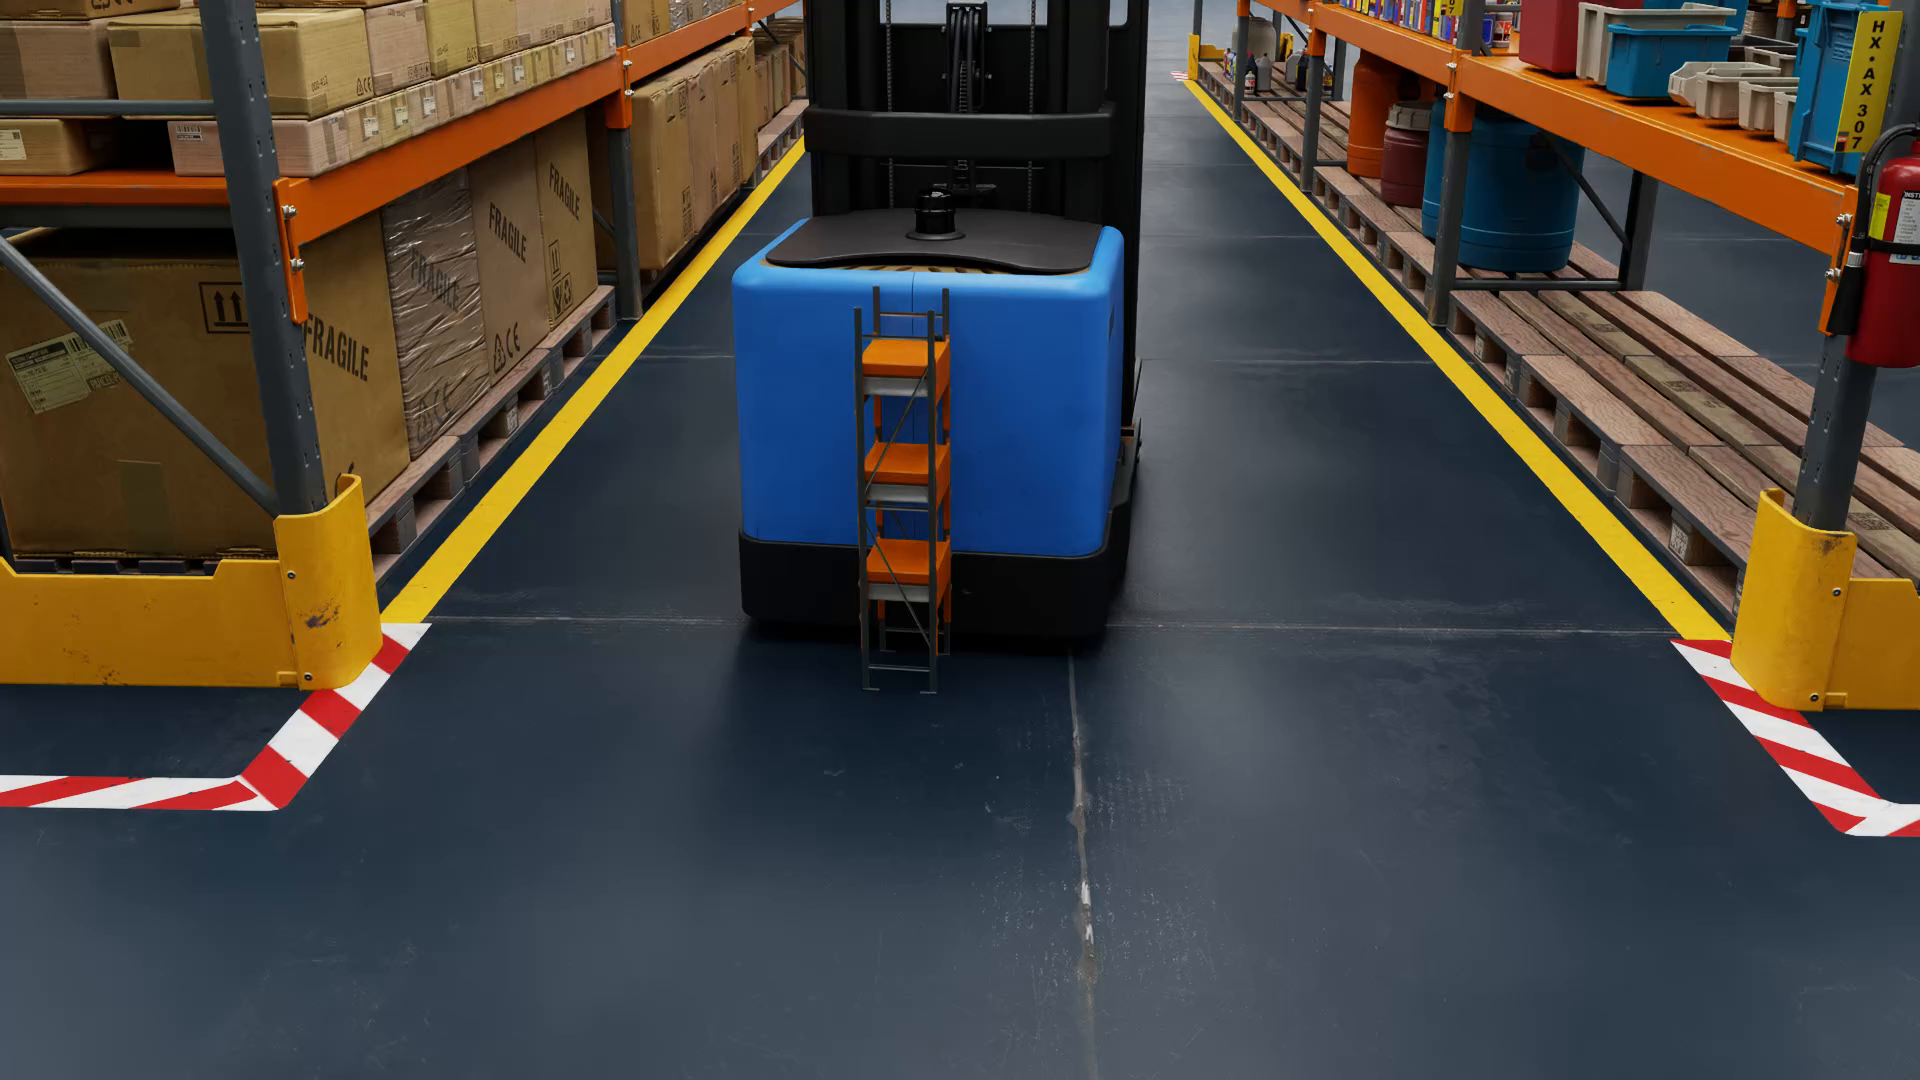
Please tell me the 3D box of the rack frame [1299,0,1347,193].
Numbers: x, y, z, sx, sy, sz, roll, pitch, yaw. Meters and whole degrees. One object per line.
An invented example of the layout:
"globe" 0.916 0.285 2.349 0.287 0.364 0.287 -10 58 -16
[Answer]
"rack frame" 2.960 -3.907 11.451 1.000 3.000 0.127 1 21 2

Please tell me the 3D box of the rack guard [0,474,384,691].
"rack guard" -2.234 0.105 4.566 1.175 0.500 0.348 1 21 2

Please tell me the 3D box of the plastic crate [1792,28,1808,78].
"plastic crate" 3.103 -1.634 5.743 0.416 0.233 0.300 1 21 2

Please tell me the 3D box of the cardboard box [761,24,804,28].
"cardboard box" -1.805 -5.216 17.700 0.500 0.500 0.500 3 21 7

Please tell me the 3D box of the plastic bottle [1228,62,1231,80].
"plastic bottle" 2.821 -4.852 17.147 0.097 0.201 0.097 0 21 0

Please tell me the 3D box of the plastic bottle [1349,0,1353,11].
"plastic bottle" 2.569 -3.581 10.773 0.061 0.283 0.133 1 21 2

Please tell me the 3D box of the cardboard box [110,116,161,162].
"cardboard box" -2.546 -1.178 4.765 0.380 0.149 0.250 1 21 2

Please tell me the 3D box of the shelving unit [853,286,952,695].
"shelving unit" -0.145 -0.123 4.395 0.215 1.050 0.252 3 21 8

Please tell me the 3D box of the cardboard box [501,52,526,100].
"cardboard box" -1.841 -1.727 6.181 0.380 0.149 0.250 1 21 3

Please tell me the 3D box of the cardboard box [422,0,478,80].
"cardboard box" -1.921 -1.678 5.502 0.500 0.250 0.500 0 21 0

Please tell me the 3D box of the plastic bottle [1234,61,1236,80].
"plastic bottle" 2.829 -4.745 16.666 0.144 0.351 0.185 1 21 1

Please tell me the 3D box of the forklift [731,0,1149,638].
"forklift" 0.088 -1.589 5.573 1.130 2.935 3.031 3 21 8

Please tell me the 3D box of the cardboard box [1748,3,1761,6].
"cardboard box" 7.868 -5.273 17.156 0.500 0.500 0.500 1 21 2

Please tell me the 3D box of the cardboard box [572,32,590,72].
"cardboard box" -1.809 -2.098 7.137 0.380 0.149 0.250 0 21 1

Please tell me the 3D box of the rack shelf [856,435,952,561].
"rack shelf" -0.145 -0.113 4.399 0.215 0.259 0.240 3 21 8

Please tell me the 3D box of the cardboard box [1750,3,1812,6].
"cardboard box" 8.404 -5.267 17.141 0.500 0.500 0.500 1 21 2

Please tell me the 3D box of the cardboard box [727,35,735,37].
"cardboard box" -1.994 -3.785 12.948 0.500 0.250 0.500 3 21 8

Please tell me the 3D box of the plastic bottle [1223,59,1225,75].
"plastic bottle" 2.834 -5.010 17.555 0.097 0.201 0.097 0 21 0

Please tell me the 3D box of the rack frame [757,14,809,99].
"rack frame" -1.869 -5.407 15.319 1.000 3.000 0.127 1 21 2

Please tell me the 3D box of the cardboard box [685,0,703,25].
"cardboard box" -1.807 -3.275 9.684 0.500 0.500 0.500 1 21 3

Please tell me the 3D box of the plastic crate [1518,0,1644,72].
"plastic crate" 2.561 -2.198 6.876 0.402 0.464 0.583 1 21 2

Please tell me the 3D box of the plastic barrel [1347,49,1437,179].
"plastic barrel" 2.963 -2.914 11.311 0.600 0.830 0.708 1 21 2

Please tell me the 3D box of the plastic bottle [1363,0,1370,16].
"plastic bottle" 2.553 -3.401 10.308 0.061 0.283 0.133 1 21 2

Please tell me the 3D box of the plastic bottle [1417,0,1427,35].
"plastic bottle" 2.554 -2.863 8.933 0.152 0.276 0.135 1 21 2

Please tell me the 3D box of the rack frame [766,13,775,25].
"rack frame" -1.747 -6.854 19.046 1.000 3.000 0.127 1 21 2

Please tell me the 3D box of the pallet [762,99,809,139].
"pallet" -1.891 -3.826 15.098 1.003 0.211 1.213 1 21 2

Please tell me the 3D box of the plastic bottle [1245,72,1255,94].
"plastic bottle" 2.782 -4.388 15.952 0.097 0.201 0.097 0 21 0

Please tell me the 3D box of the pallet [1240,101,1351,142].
"pallet" 3.097 -3.769 14.950 1.003 0.211 1.213 1 21 2

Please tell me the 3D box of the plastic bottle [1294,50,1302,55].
"plastic bottle" 3.551 -4.975 17.361 0.152 0.276 0.135 1 21 2

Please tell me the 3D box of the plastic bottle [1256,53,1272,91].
"plastic bottle" 2.958 -4.558 16.182 0.144 0.351 0.185 1 21 2

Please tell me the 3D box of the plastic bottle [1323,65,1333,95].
"plastic bottle" 3.530 -4.397 15.877 0.097 0.271 0.097 0 21 0

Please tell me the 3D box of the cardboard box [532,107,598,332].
"cardboard box" -2.212 -1.482 7.560 0.875 0.875 0.875 1 21 2

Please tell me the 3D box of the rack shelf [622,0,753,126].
"rack shelf" -2.051 -2.903 9.858 1.077 0.370 4.000 1 21 2

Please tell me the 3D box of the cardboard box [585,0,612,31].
"cardboard box" -1.863 -2.421 7.418 0.500 0.250 0.500 0 21 1

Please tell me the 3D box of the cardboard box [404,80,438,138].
"cardboard box" -1.872 -1.356 5.224 0.380 0.149 0.250 0 21 1

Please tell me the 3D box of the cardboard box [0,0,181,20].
"cardboard box" -2.481 -1.666 4.436 0.500 0.500 0.500 1 21 2

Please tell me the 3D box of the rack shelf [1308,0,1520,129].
"rack shelf" 2.900 -2.848 9.717 1.077 0.370 4.000 1 21 2

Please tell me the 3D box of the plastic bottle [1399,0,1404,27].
"plastic bottle" 2.541 -3.003 9.397 0.097 0.201 0.097 0 21 0

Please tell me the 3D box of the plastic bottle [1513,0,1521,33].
"plastic bottle" 3.110 -2.902 9.034 0.152 0.276 0.135 1 21 2

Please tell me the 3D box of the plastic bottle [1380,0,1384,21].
"plastic bottle" 2.558 -3.235 9.897 0.097 0.271 0.097 0 21 0

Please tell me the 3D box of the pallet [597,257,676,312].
"pallet" -2.164 -1.495 9.090 1.003 0.211 1.213 1 21 2

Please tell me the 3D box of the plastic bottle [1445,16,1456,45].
"plastic bottle" 2.489 -2.636 8.338 0.061 0.283 0.133 1 21 2

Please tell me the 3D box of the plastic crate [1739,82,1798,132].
"plastic crate" 2.584 -1.321 5.068 0.396 0.136 0.243 1 21 2

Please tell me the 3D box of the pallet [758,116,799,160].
"pallet" -1.925 -3.384 13.958 1.003 0.211 1.213 1 21 2

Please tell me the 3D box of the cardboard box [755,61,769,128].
"cardboard box" -1.975 -3.649 13.635 0.700 0.500 0.500 2 21 6

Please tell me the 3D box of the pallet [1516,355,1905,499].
"pallet" 2.821 -0.452 6.402 1.003 0.211 1.213 1 21 2

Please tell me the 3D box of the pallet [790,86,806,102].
"pallet" -1.883 -4.351 16.450 1.003 0.211 1.213 1 21 2

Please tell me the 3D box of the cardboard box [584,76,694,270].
"cardboard box" -2.112 -1.952 8.769 1.225 0.875 0.875 1 21 2

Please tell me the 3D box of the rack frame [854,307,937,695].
"rack frame" -0.162 -0.080 4.283 0.200 1.050 0.008 3 21 8
